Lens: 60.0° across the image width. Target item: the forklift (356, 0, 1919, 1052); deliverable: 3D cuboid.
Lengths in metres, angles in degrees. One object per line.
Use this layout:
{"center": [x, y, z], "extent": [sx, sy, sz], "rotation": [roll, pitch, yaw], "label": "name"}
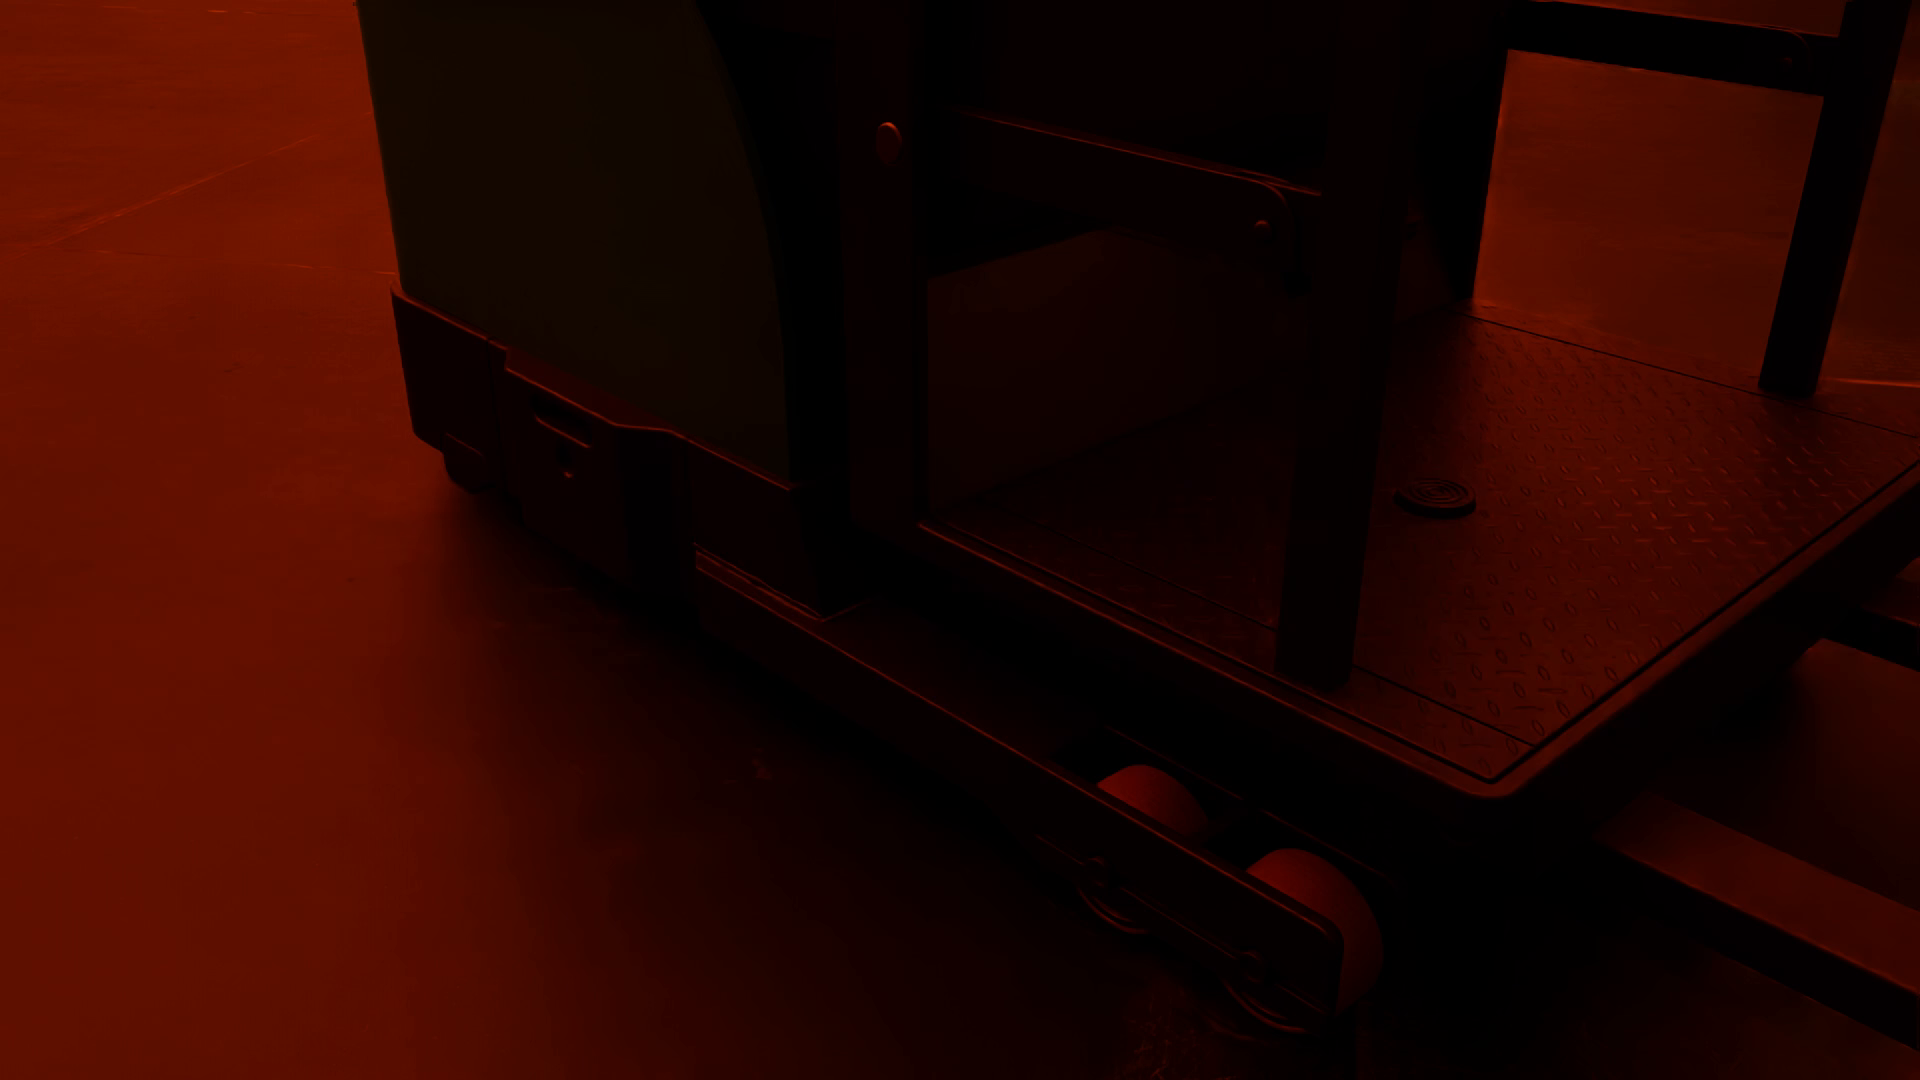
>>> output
{"center": [0.485, -1.106, 1.438], "extent": [1.130, 2.935, 3.031], "rotation": [-23, 35, -38], "label": "forklift"}
